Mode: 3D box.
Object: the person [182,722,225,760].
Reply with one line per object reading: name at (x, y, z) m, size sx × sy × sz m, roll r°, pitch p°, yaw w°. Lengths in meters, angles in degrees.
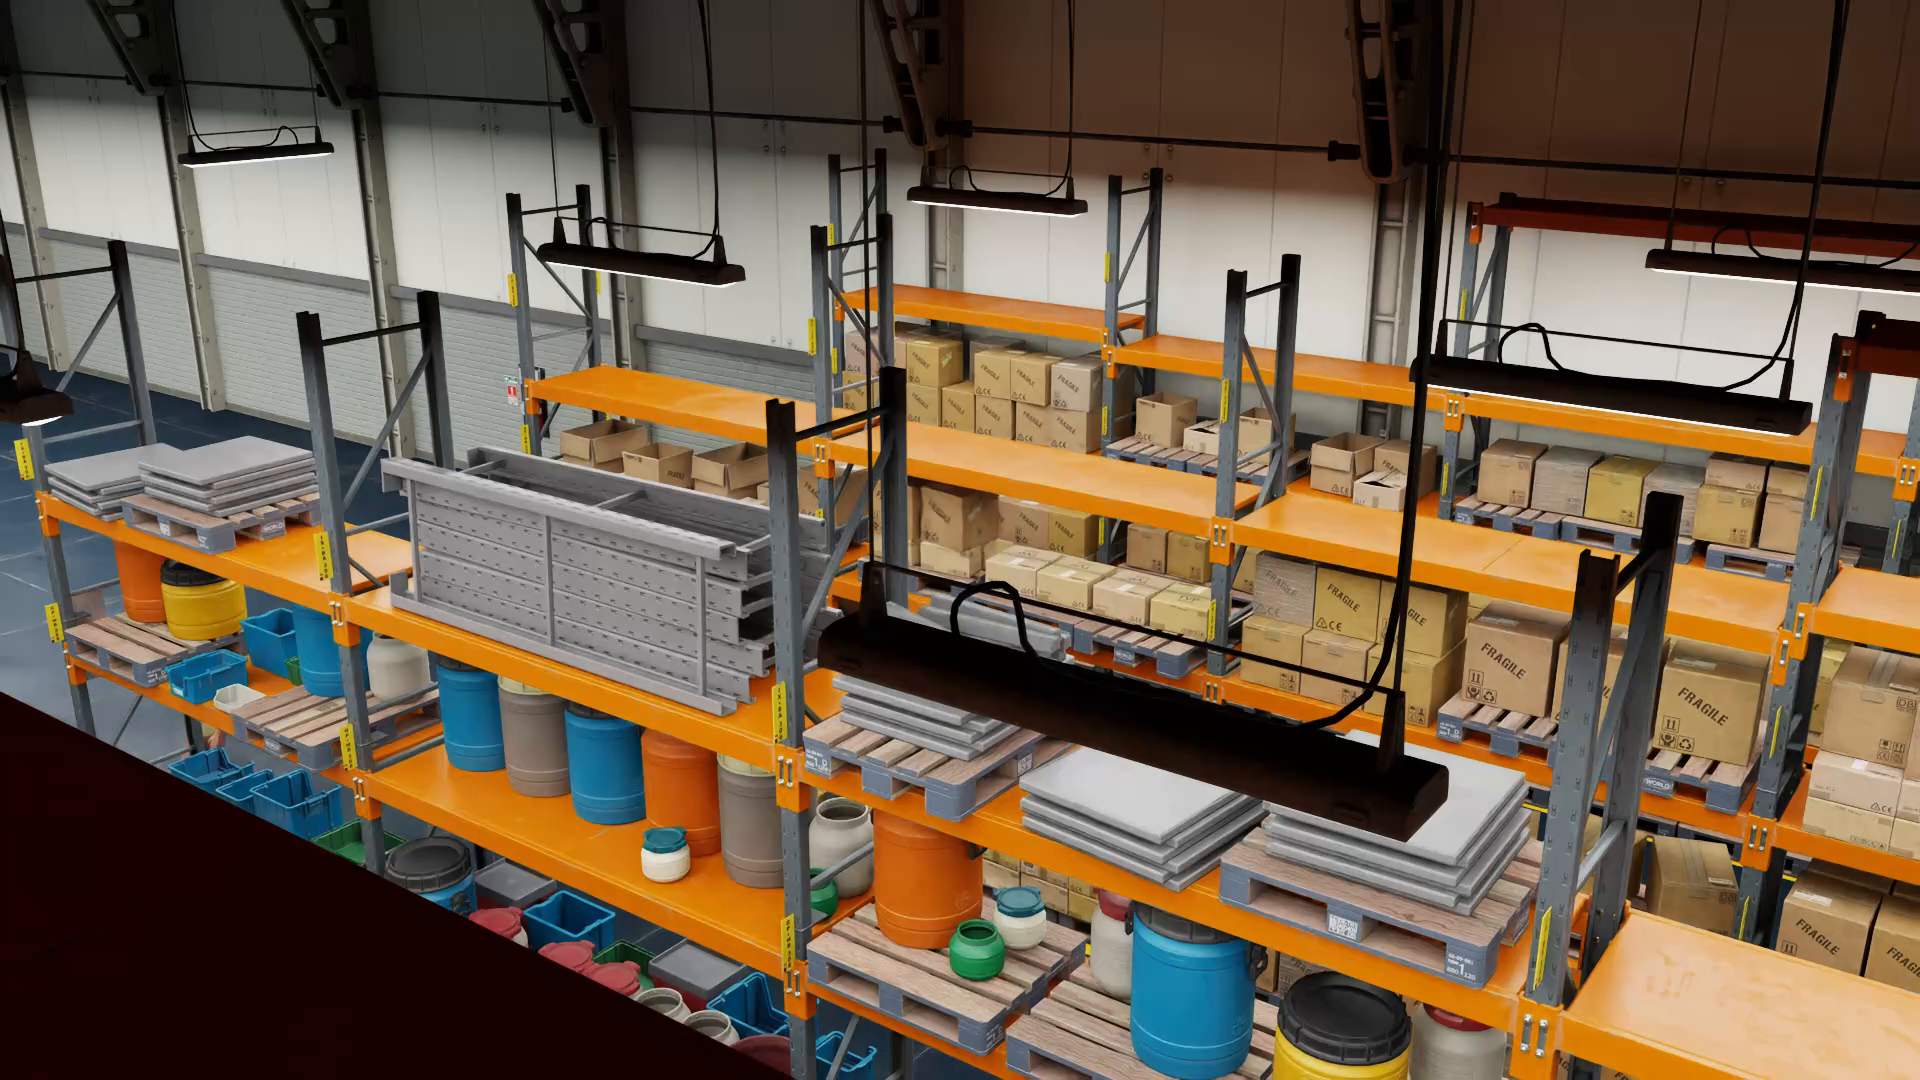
person at (-7.574, 1.976, 16.599) m, size 0.460 × 1.680 × 0.698 m, roll 5°, pitch 19°, yaw 15°
